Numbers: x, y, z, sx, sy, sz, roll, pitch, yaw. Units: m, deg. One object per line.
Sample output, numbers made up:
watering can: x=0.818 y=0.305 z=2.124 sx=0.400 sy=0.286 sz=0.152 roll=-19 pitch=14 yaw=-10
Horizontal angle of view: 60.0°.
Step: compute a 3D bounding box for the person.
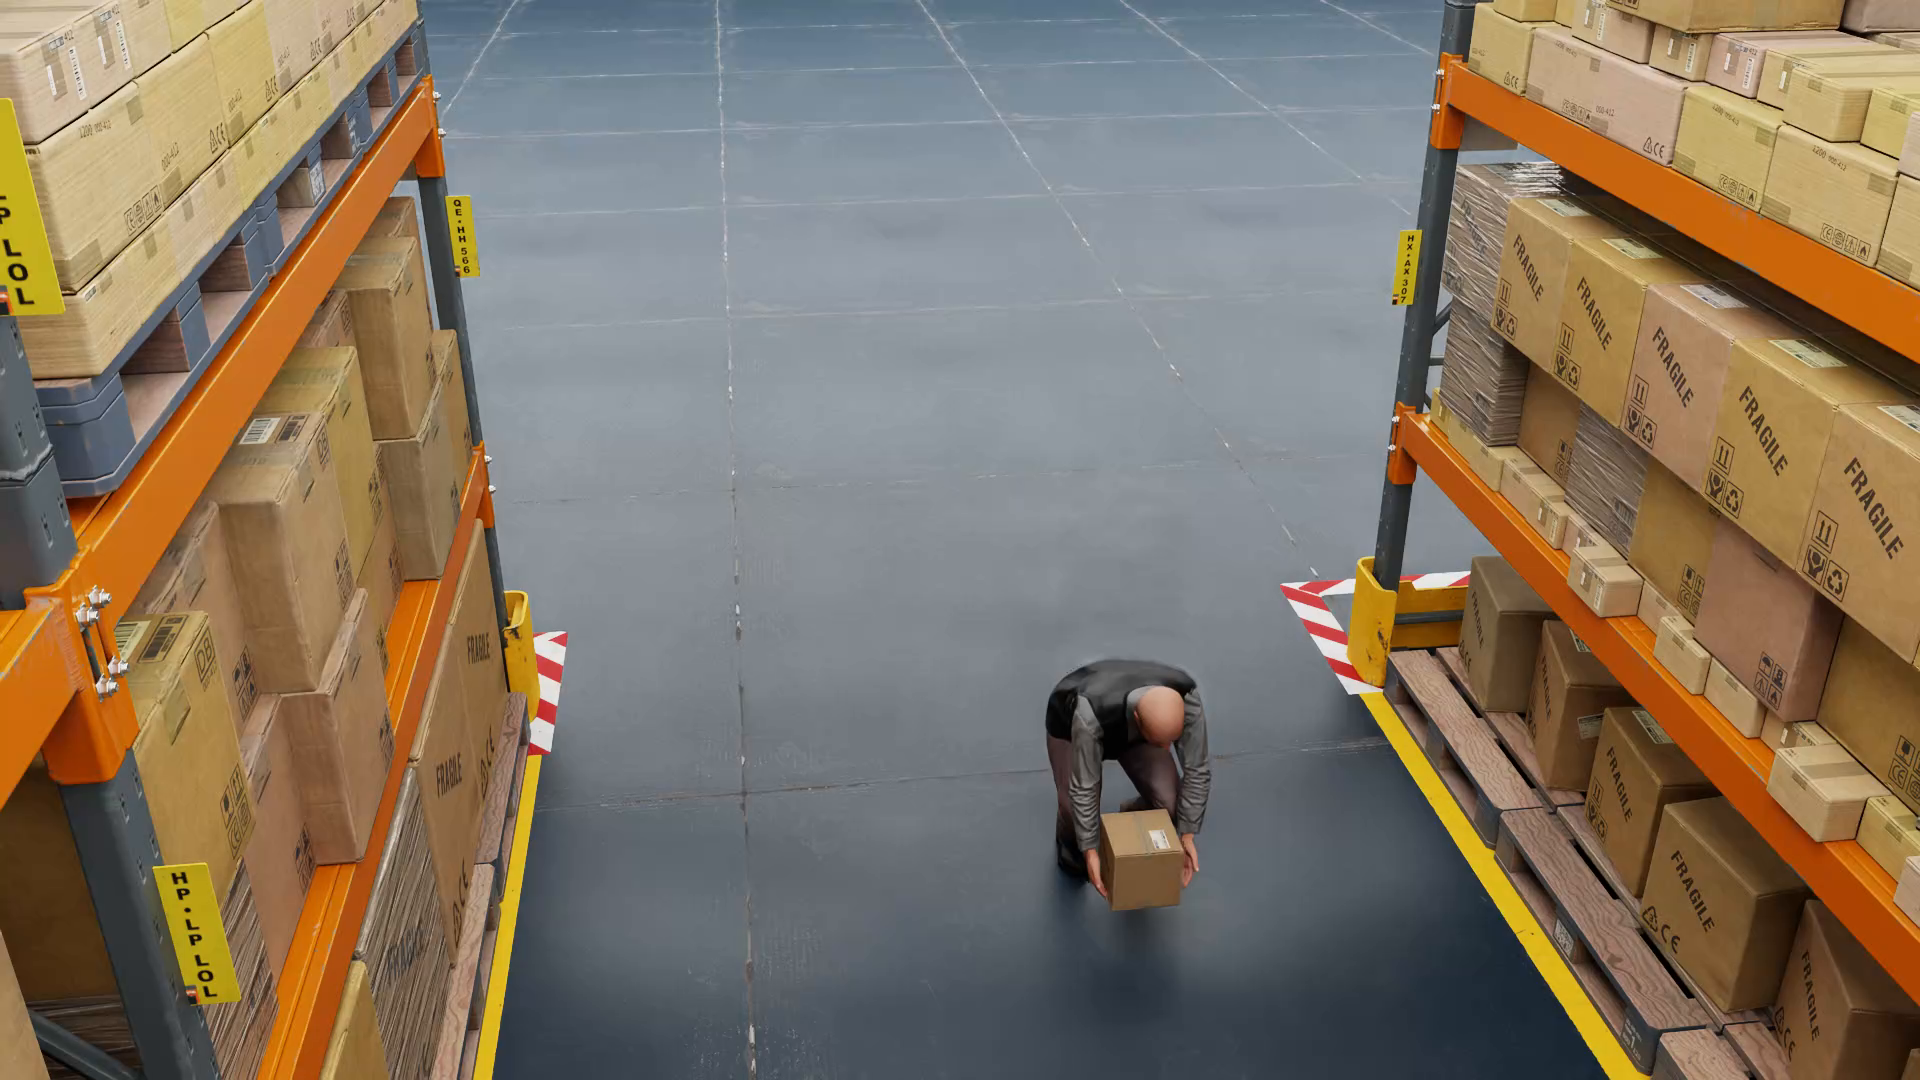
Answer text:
person: x=0.629 y=0.839 z=6.288 sx=0.548 sy=1.009 sz=0.863 roll=-4 pitch=27 yaw=-7
